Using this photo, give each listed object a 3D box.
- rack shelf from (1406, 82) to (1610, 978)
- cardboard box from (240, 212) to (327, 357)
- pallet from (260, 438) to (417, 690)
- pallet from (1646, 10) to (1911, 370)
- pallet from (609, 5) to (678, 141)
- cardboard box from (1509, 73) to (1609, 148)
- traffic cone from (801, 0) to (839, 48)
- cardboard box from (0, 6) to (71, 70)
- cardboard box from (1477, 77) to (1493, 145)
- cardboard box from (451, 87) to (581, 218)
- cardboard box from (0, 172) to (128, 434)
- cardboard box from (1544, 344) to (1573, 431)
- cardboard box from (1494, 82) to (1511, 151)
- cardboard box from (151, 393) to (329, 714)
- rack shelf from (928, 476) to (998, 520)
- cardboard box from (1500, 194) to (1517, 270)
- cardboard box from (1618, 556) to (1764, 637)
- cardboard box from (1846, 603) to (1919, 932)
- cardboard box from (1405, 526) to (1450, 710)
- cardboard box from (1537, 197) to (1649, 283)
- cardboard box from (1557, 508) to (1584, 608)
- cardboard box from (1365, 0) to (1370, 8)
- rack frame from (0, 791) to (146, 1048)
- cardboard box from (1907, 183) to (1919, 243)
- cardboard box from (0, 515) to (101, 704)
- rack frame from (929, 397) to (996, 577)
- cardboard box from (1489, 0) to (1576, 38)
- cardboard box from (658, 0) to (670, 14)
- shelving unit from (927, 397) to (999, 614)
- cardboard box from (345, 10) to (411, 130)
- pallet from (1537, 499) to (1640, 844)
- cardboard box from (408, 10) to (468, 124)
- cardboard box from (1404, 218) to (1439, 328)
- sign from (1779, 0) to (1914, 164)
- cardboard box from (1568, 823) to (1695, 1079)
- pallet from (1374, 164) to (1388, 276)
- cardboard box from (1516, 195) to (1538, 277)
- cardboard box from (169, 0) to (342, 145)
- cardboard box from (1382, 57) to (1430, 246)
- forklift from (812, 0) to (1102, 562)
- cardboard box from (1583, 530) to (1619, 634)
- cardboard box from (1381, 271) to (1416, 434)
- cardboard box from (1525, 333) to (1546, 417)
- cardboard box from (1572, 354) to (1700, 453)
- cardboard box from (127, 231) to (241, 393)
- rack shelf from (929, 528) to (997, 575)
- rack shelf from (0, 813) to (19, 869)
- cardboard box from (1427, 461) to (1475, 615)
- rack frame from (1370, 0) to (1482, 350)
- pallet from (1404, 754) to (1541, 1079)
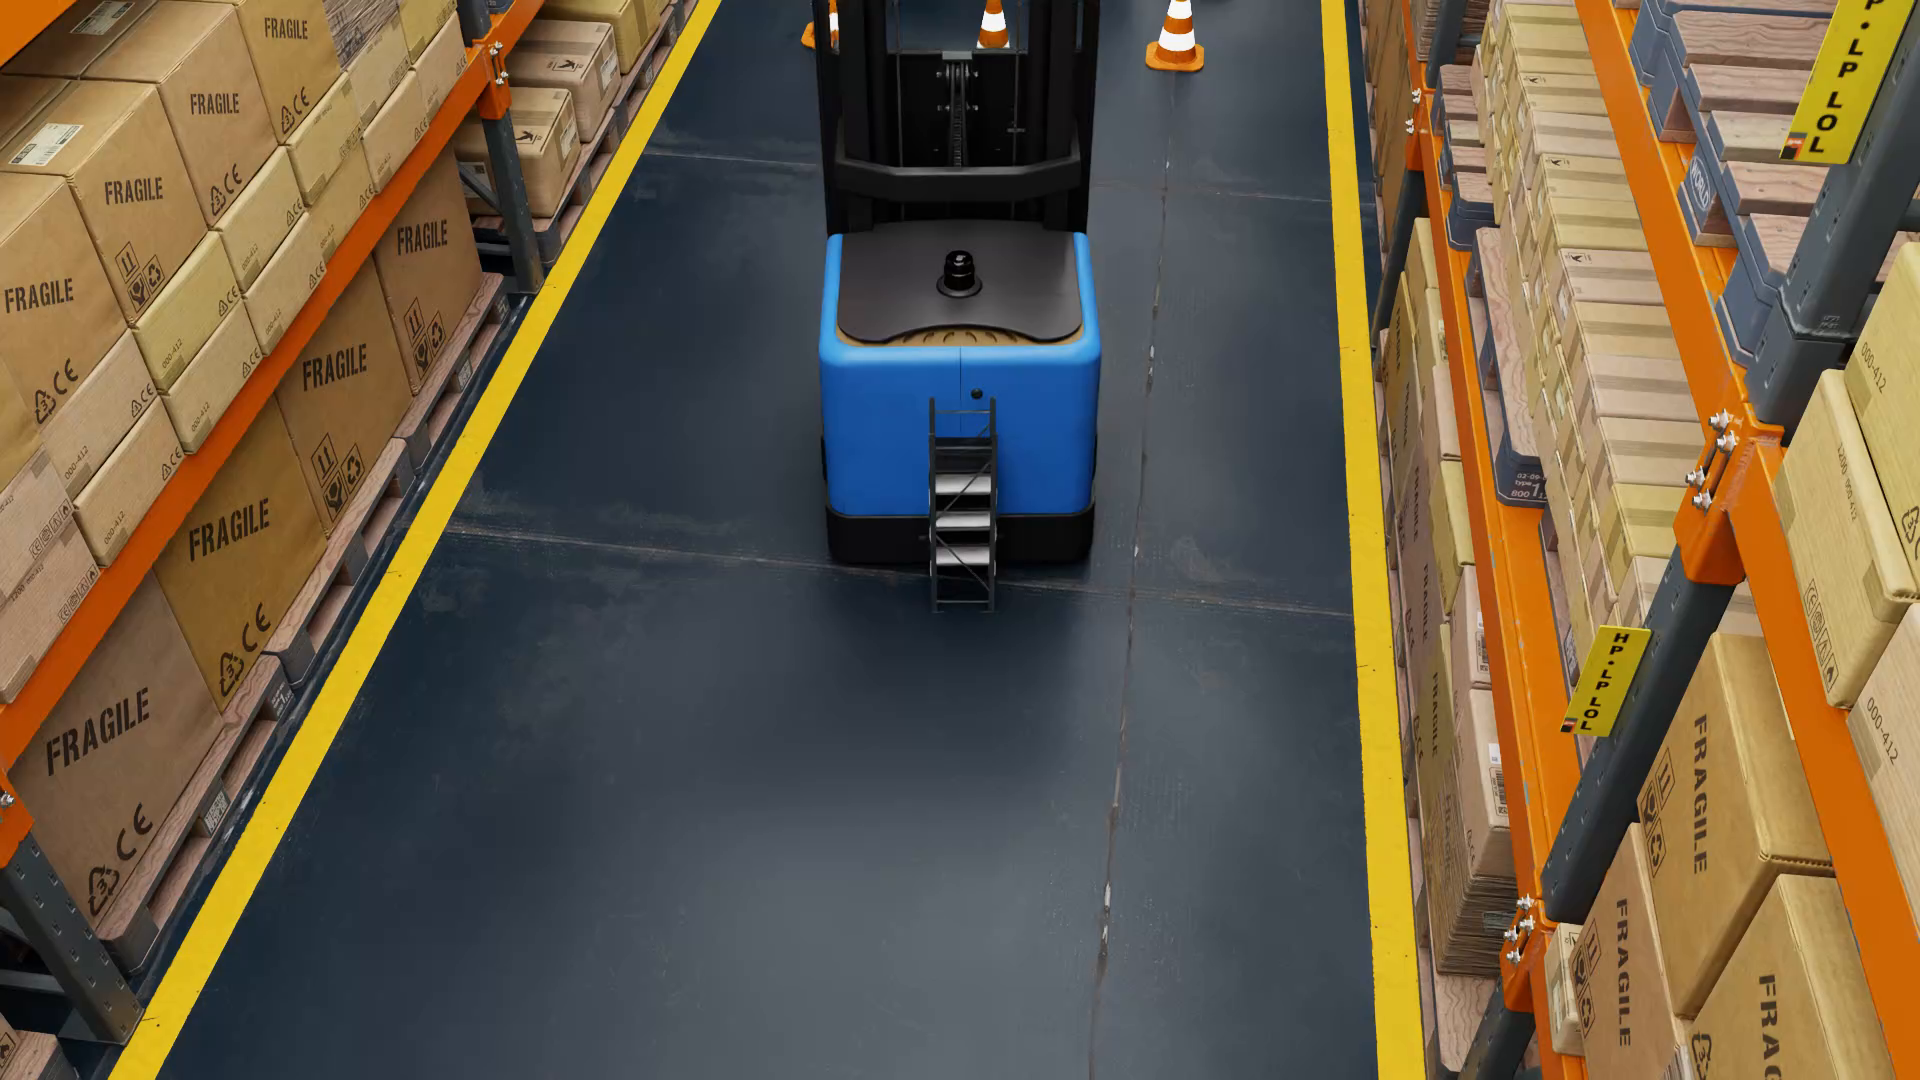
[{"bbox_3d":[2.138,-0.340,5.451,1.077,0.370,4.000,5,44,6],"label":"rack shelf"},{"bbox_3d":[-2.501,-0.881,5.608,0.500,0.250,0.500,5,44,5],"label":"cardboard box"},{"bbox_3d":[-2.860,0.027,6.568,1.003,0.211,1.213,5,44,6],"label":"pallet"},{"bbox_3d":[2.061,-0.670,3.231,1.213,0.211,1.003,5,44,6],"label":"pallet"},{"bbox_3d":[-2.249,-2.694,9.442,1.003,0.211,1.213,5,44,6],"label":"pallet"},{"bbox_3d":[2.044,-1.414,5.506,0.380,0.149,0.250,4,44,4],"label":"cardboard box"},{"bbox_3d":[-0.765,-3.178,9.770,0.336,0.463,0.334,5,44,6],"label":"traffic cone"},{"bbox_3d":[-3.035,-1.397,5.244,0.500,0.500,0.500,6,44,6],"label":"cardboard box"},{"bbox_3d":[2.108,-1.556,6.089,0.380,0.149,0.250,7,44,8],"label":"cardboard box"},{"bbox_3d":[-2.433,-1.928,8.210,0.950,0.372,0.625,3,43,3],"label":"cardboard box"},{"bbox_3d":[-2.663,-0.642,4.446,0.500,0.500,0.500,5,44,5],"label":"cardboard box"},{"bbox_3d":[1.868,-0.409,4.661,0.380,0.149,0.250,3,44,3],"label":"cardboard box"},{"bbox_3d":[2.074,-1.455,5.766,0.380,0.149,0.250,4,44,4],"label":"cardboard box"},{"bbox_3d":[-2.932,-0.047,5.857,0.875,0.875,0.875,6,44,7],"label":"cardboard box"},{"bbox_3d":[0.010,-0.156,6.178,0.258,0.077,0.200,-1,43,-1],"label":"rack shelf"},{"bbox_3d":[2.006,-1.007,5.509,0.380,0.149,0.250,7,44,7],"label":"cardboard box"},{"bbox_3d":[1.733,0.193,3.809,0.380,0.149,0.250,7,44,7],"label":"cardboard box"},{"bbox_3d":[1.494,0.361,2.115,0.500,0.250,0.500,5,44,5],"label":"cardboard box"},{"bbox_3d":[1.862,0.291,5.774,0.500,0.500,0.500,4,44,5],"label":"cardboard box"},{"bbox_3d":[1.941,-0.879,4.941,0.380,0.149,0.250,5,44,5],"label":"cardboard box"},{"bbox_3d":[1.799,0.065,4.377,0.380,0.149,0.250,5,44,5],"label":"cardboard box"},{"bbox_3d":[2.939,-3.595,9.696,1.050,0.750,0.750,5,44,5],"label":"cardboard box"},{"bbox_3d":[-3.046,0.381,4.166,1.000,3.000,0.127,5,44,6],"label":"rack frame"},{"bbox_3d":[2.033,-0.765,2.816,0.700,0.500,0.500,5,44,6],"label":"cardboard box"},{"bbox_3d":[-2.726,0.159,4.509,0.500,0.250,0.500,4,44,5],"label":"cardboard box"},{"bbox_3d":[0.009,-0.185,6.291,0.240,0.900,0.006,-1,43,-1],"label":"rack frame"},{"bbox_3d":[2.149,-1.941,6.063,0.380,0.149,0.250,5,44,6],"label":"cardboard box"},{"bbox_3d":[-2.147,-3.422,9.788,0.950,0.372,0.625,8,44,8],"label":"cardboard box"},{"bbox_3d":[0.010,-0.115,6.217,0.258,0.900,0.210,-1,43,-1],"label":"shelving unit"},{"bbox_3d":[-2.394,-1.770,6.183,0.500,0.250,0.500,4,44,4],"label":"cardboard box"},{"bbox_3d":[2.119,0.324,4.366,1.003,0.211,1.213,5,44,6],"label":"pallet"},{"bbox_3d":[-2.327,-1.923,6.708,0.500,0.250,0.500,4,44,4],"label":"cardboard box"},{"bbox_3d":[2.072,-1.034,6.627,0.500,0.250,0.500,3,44,4],"label":"cardboard box"},{"bbox_3d":[1.323,-0.706,2.470,0.100,0.325,0.005,5,44,6],"label":"sign"},{"bbox_3d":[1.559,0.932,3.295,0.500,0.500,0.500,5,44,5],"label":"cardboard box"},{"bbox_3d":[2.582,-1.482,8.162,1.003,0.211,1.213,5,44,6],"label":"pallet"},{"bbox_3d":[1.971,-0.945,5.227,0.380,0.149,0.250,5,44,5],"label":"cardboard box"},{"bbox_3d":[-2.458,-1.680,5.543,0.500,0.500,0.500,5,44,6],"label":"cardboard box"},{"bbox_3d":[2.572,-1.707,7.702,1.050,0.750,0.750,5,44,5],"label":"cardboard box"},{"bbox_3d":[-0.017,-1.968,6.697,1.130,2.935,3.031,-1,43,-1],"label":"forklift"},{"bbox_3d":[1.764,0.124,4.099,0.380,0.149,0.250,6,44,6],"label":"cardboard box"},{"bbox_3d":[2.056,-0.750,6.873,0.500,0.500,0.500,4,44,4],"label":"cardboard box"},{"bbox_3d":[1.899,-0.476,4.949,0.380,0.149,0.250,7,44,7],"label":"cardboard box"},{"bbox_3d":[1.839,-0.345,4.377,0.380,0.149,0.250,5,44,5],"label":"cardboard box"},{"bbox_3d":[-2.574,-0.720,5.074,0.500,0.250,0.500,6,44,6],"label":"cardboard box"},{"bbox_3d":[0.010,0.040,6.363,0.258,0.077,0.200,-1,43,-1],"label":"rack shelf"},{"bbox_3d":[-3.311,2.005,2.974,1.077,0.370,4.000,5,44,6],"label":"rack shelf"},{"bbox_3d":[1.859,0.003,5.532,0.500,0.250,0.500,3,44,4],"label":"cardboard box"},{"bbox_3d":[2.403,-1.964,6.643,1.000,3.000,0.127,5,44,6],"label":"rack frame"},{"bbox_3d":[1.975,1.243,5.283,1.003,0.211,1.213,5,44,6],"label":"pallet"}]
